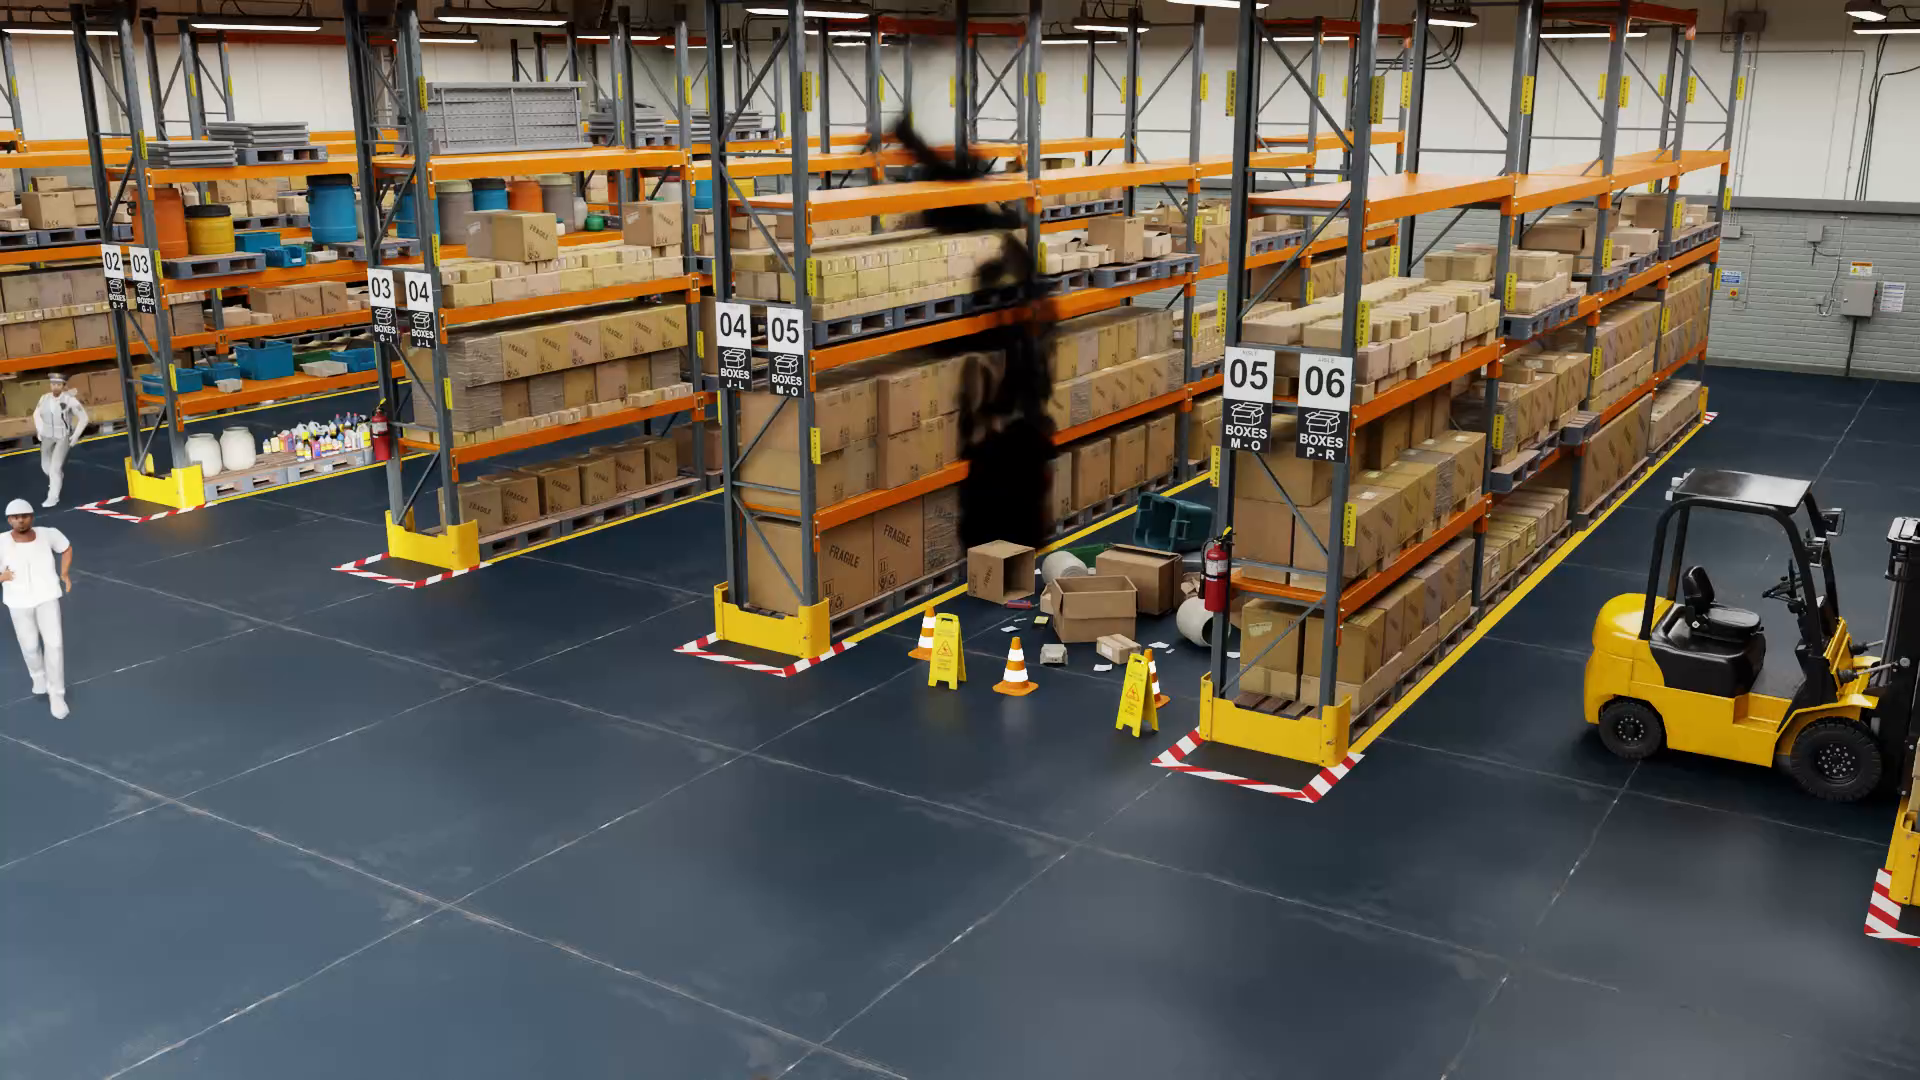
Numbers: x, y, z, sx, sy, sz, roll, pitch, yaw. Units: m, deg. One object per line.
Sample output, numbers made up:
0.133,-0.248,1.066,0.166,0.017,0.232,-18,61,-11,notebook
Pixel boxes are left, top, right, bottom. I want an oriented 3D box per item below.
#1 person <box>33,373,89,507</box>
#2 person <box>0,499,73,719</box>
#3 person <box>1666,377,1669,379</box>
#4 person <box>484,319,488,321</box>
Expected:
-11.230,-1.293,20.812,0.678,1.648,0.657,-2,16,-6,person
-7.763,0.538,13.934,0.684,1.809,0.802,-8,18,-27,person
11.250,-3.190,27.303,1.000,1.787,0.648,12,19,36,person
-8.229,-3.277,27.619,0.659,1.786,0.966,6,17,21,person
